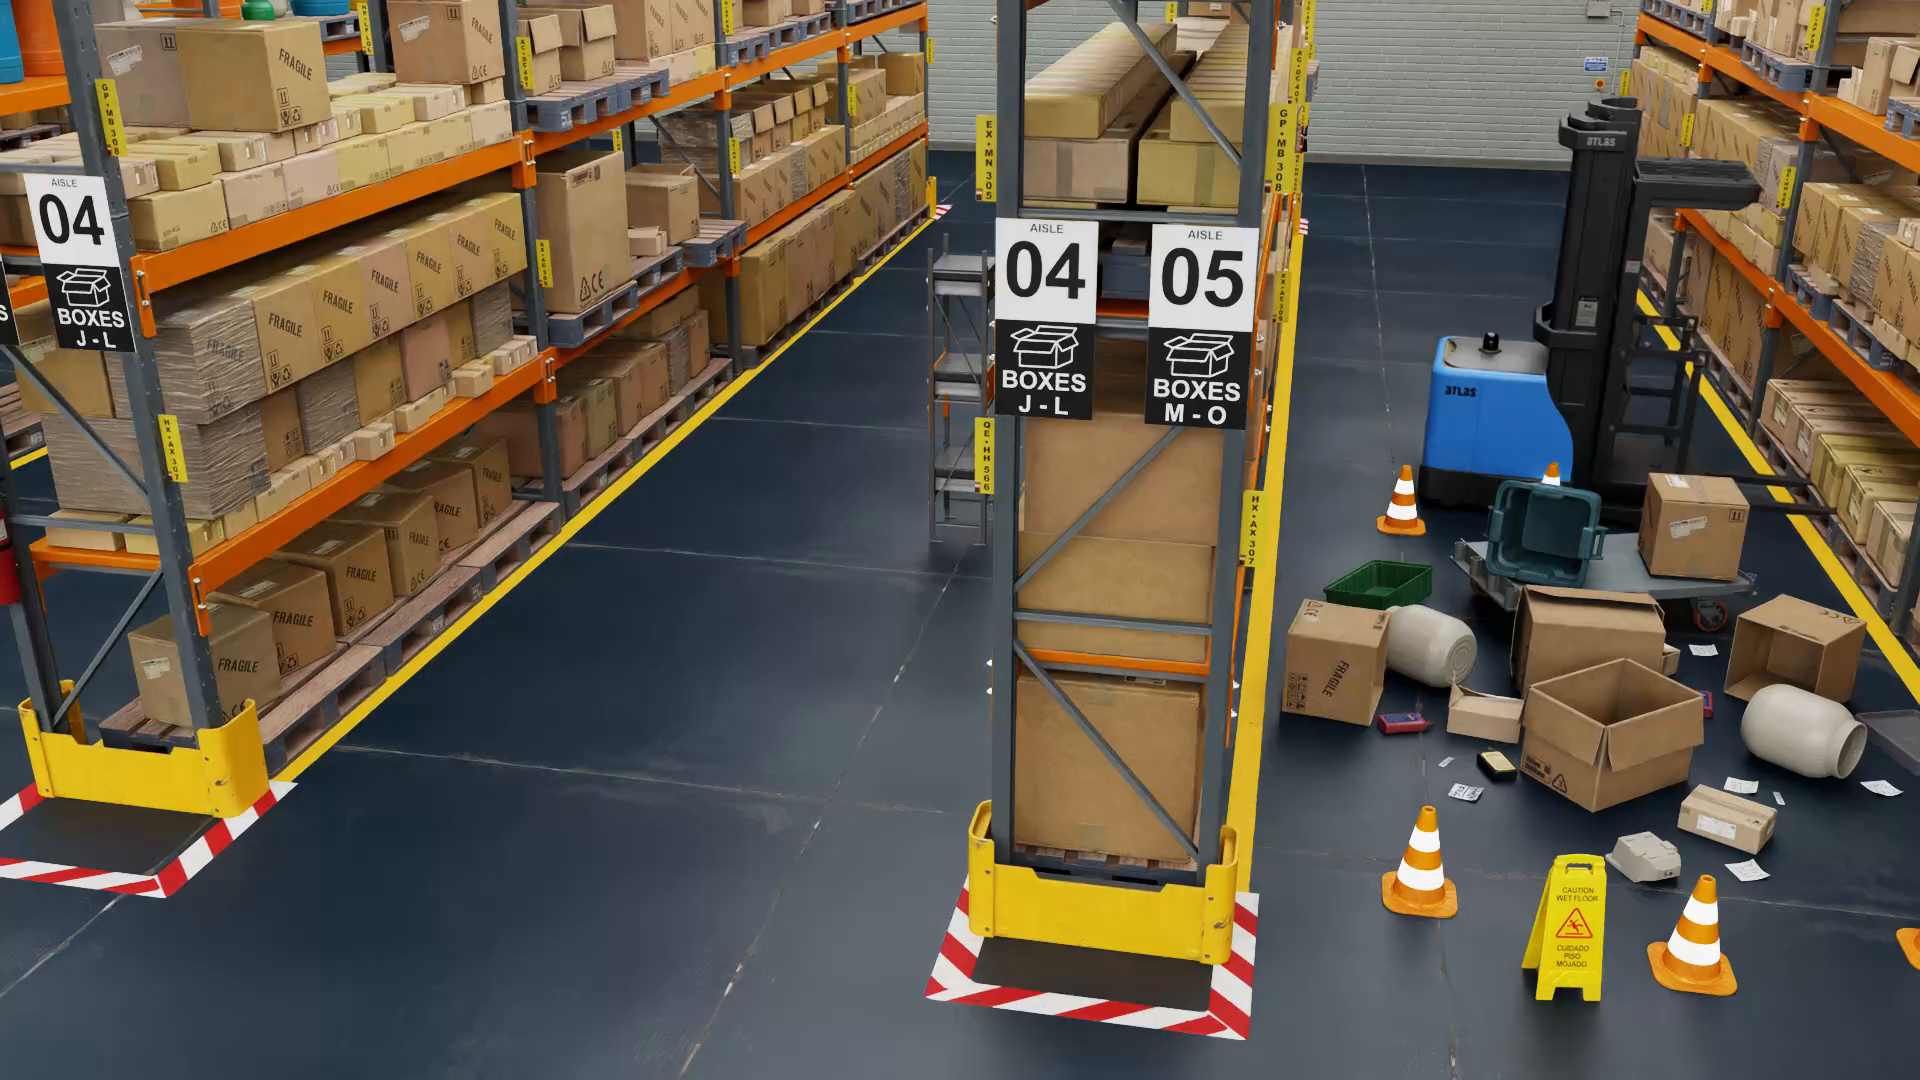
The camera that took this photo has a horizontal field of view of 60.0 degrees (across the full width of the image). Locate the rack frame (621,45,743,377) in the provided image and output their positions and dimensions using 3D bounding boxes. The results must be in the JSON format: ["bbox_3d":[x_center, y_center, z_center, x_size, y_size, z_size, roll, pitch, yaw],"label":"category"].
[{"bbox_3d":[-2.563,-2.991,15.265,1.000,3.000,0.127,4,22,11],"label":"rack frame"}]

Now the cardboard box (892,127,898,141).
[{"bbox_3d":[-0.993,-5.086,20.803,0.380,0.149,0.250,5,22,12],"label":"cardboard box"}]

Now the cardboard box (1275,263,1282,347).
[{"bbox_3d":[2.033,-1.699,11.922,0.500,0.500,0.500,4,22,11],"label":"cardboard box"}]

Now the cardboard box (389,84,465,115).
[{"bbox_3d":[-3.273,-2.705,10.207,0.380,0.149,0.250,3,22,8],"label":"cardboard box"}]

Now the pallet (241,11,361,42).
[{"bbox_3d":[-6.889,-5.426,17.549,1.003,0.211,1.213,4,22,11],"label":"pallet"}]

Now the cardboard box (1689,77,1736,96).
[{"bbox_3d":[7.706,-4.647,17.035,0.380,0.149,0.250,4,22,10],"label":"cardboard box"}]

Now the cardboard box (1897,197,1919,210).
[{"bbox_3d":[7.223,-2.237,12.300,0.500,0.500,0.500,4,22,10],"label":"cardboard box"}]

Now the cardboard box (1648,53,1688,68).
[{"bbox_3d":[8.242,-5.579,19.349,0.380,0.149,0.250,4,22,9],"label":"cardboard box"}]

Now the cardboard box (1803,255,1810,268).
[{"bbox_3d":[6.890,-2.209,13.098,0.380,0.149,0.250,3,22,8],"label":"cardboard box"}]

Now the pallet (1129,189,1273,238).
[{"bbox_3d":[1.027,-1.720,8.213,1.003,0.211,1.213,4,22,11],"label":"pallet"}]

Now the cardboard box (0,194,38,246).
[{"bbox_3d":[-4.346,-1.583,7.954,0.500,0.250,0.500,5,22,12],"label":"cardboard box"}]

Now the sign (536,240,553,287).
[{"bbox_3d":[-2.847,-1.891,11.376,0.100,0.325,0.005,4,22,11],"label":"sign"}]

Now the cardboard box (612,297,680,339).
[{"bbox_3d":[-2.769,-1.941,14.412,0.500,0.250,0.500,7,23,17],"label":"cardboard box"}]

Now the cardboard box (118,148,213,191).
[{"bbox_3d":[-3.766,-1.743,7.817,0.380,0.149,0.250,5,22,12],"label":"cardboard box"}]

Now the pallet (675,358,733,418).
[{"bbox_3d":[-2.724,-1.412,15.077,1.003,0.211,1.213,4,22,11],"label":"pallet"}]

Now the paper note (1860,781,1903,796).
[{"bbox_3d":[4.785,1.282,8.629,0.142,0.019,0.148,-3,22,-8],"label":"paper note"}]

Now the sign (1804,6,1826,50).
[{"bbox_3d":[6.597,-3.949,12.830,0.100,0.325,0.005,4,22,11],"label":"sign"}]

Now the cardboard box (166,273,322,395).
[{"bbox_3d":[-3.708,-1.076,8.640,0.500,0.500,0.500,4,22,11],"label":"cardboard box"}]

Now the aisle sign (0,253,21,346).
[{"bbox_3d":[-4.502,-1.271,7.516,0.394,0.787,0.004,4,22,11],"label":"aisle sign"}]

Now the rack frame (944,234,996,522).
[{"bbox_3d":[0.084,-1.124,11.833,0.400,2.100,0.015,4,22,11],"label":"rack frame"}]

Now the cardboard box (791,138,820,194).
[{"bbox_3d":[-1.783,-3.936,17.479,0.500,0.500,0.500,4,22,10],"label":"cardboard box"}]

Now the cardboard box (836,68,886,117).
[{"bbox_3d":[-1.189,-5.396,20.036,0.500,0.500,0.500,4,22,9],"label":"cardboard box"}]

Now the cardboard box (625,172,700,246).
[{"bbox_3d":[-2.650,-2.820,14.144,0.700,0.500,0.500,8,23,19],"label":"cardboard box"}]

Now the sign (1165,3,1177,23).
[{"bbox_3d":[1.741,-4.249,13.682,0.100,0.325,0.005,4,22,11],"label":"sign"}]

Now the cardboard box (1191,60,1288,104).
[{"bbox_3d":[1.503,-2.430,8.963,0.500,0.250,0.500,4,22,11],"label":"cardboard box"}]

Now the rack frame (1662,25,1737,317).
[{"bbox_3d":[7.954,-3.699,17.022,1.000,3.000,0.127,4,22,11],"label":"rack frame"}]

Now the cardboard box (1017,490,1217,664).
[{"bbox_3d":[0.671,0.141,7.288,0.875,0.550,0.550,4,22,11],"label":"cardboard box"}]

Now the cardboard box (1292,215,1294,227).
[{"bbox_3d":[4.047,-4.064,21.183,0.380,0.149,0.250,5,23,13],"label":"cardboard box"}]

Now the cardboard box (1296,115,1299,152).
[{"bbox_3d":[3.436,-4.385,18.195,0.500,0.500,0.500,4,22,10],"label":"cardboard box"}]

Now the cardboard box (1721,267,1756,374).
[{"bbox_3d":[7.547,-2.017,15.129,0.875,0.875,0.875,5,22,12],"label":"cardboard box"}]

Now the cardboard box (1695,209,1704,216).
[{"bbox_3d":[7.502,-3.299,16.230,0.500,0.250,0.500,4,22,10],"label":"cardboard box"}]

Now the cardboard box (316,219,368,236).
[{"bbox_3d":[-3.923,-1.665,10.103,0.500,0.500,0.500,4,22,11],"label":"cardboard box"}]

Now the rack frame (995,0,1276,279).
[{"bbox_3d":[0.639,-2.433,5.849,1.000,3.000,0.127,4,22,11],"label":"rack frame"}]

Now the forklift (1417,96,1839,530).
[{"bbox_3d":[5.017,-1.621,11.955,3.031,2.935,1.130,7,23,17],"label":"forklift"}]

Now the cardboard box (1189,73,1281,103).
[{"bbox_3d":[1.175,-1.912,7.143,0.380,0.149,0.250,5,22,11],"label":"cardboard box"}]

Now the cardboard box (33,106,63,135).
[{"bbox_3d":[-11.593,-5.459,21.260,0.500,0.500,0.500,5,22,12],"label":"cardboard box"}]

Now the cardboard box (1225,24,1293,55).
[{"bbox_3d":[1.693,-2.841,9.450,0.380,0.149,0.250,4,22,10],"label":"cardboard box"}]

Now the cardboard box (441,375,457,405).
[{"bbox_3d":[-3.428,-0.952,10.538,0.380,0.149,0.250,4,22,11],"label":"cardboard box"}]

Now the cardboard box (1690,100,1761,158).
[{"bbox_3d":[7.583,-4.070,16.471,0.500,0.500,0.500,5,22,12],"label":"cardboard box"}]

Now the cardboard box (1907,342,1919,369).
[{"bbox_3d":[6.228,-1.155,10.481,0.380,0.149,0.250,4,22,9],"label":"cardboard box"}]

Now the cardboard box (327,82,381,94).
[{"bbox_3d":[-3.812,-2.739,10.291,0.380,0.149,0.250,5,22,11],"label":"cardboard box"}]

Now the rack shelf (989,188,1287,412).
[{"bbox_3d":[1.047,-1.439,8.360,1.077,0.370,4.000,4,22,11],"label":"rack shelf"}]

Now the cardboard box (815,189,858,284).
[{"bbox_3d":[-1.858,-3.428,18.631,1.225,0.875,0.875,5,22,11],"label":"cardboard box"}]

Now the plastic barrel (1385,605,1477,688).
[{"bbox_3d":[2.726,0.614,9.763,0.421,0.421,0.512,-16,27,-35],"label":"plastic barrel"}]

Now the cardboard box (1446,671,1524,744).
[{"bbox_3d":[2.908,0.924,9.204,0.396,0.266,0.258,8,23,20],"label":"cardboard box"}]

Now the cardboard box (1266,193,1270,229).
[{"bbox_3d":[1.074,-1.361,6.842,0.380,0.149,0.250,5,22,11],"label":"cardboard box"}]

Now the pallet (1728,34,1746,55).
[{"bbox_3d":[7.816,-4.662,15.655,0.805,0.209,1.217,4,22,9],"label":"pallet"}]

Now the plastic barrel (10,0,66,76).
[{"bbox_3d":[-7.926,-4.436,14.264,0.600,0.830,0.708,4,22,11],"label":"plastic barrel"}]

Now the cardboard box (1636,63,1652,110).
[{"bbox_3d":[8.295,-5.328,19.596,0.500,0.500,0.500,4,22,9],"label":"cardboard box"}]

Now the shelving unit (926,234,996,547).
[{"bbox_3d":[0.034,-1.035,11.612,0.431,2.100,0.503,4,22,11],"label":"shelving unit"}]

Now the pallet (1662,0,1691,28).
[{"bbox_3d":[8.383,-5.792,18.324,1.003,0.211,1.213,4,22,11],"label":"pallet"}]

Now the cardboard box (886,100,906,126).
[{"bbox_3d":[-0.978,-5.416,21.089,0.500,0.250,0.500,4,22,9],"label":"cardboard box"}]

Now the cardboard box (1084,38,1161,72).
[{"bbox_3d":[0.842,-2.519,8.650,0.380,0.149,0.250,5,22,11],"label":"cardboard box"}]

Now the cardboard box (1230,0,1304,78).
[{"bbox_3d":[2.191,-3.598,11.927,0.500,0.500,0.500,4,22,11],"label":"cardboard box"}]

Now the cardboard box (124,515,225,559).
[{"bbox_3d":[-3.904,-0.035,8.261,0.380,0.149,0.250,4,22,11],"label":"cardboard box"}]

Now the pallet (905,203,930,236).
[{"bbox_3d":[-1.017,-4.325,22.310,1.003,0.211,1.213,4,22,11],"label":"pallet"}]

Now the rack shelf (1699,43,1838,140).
[{"bbox_3d":[7.546,-4.025,14.780,1.077,0.370,4.000,4,22,11],"label":"rack shelf"}]

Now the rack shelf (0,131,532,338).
[{"bbox_3d":[-3.788,-1.854,9.391,1.077,0.370,4.000,4,22,11],"label":"rack shelf"}]

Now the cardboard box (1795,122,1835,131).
[{"bbox_3d":[7.797,-3.462,14.962,0.500,0.500,0.500,5,22,12],"label":"cardboard box"}]

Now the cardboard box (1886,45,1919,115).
[{"bbox_3d":[6.855,-3.115,11.419,0.797,0.503,0.637,4,22,11],"label":"cardboard box"}]
